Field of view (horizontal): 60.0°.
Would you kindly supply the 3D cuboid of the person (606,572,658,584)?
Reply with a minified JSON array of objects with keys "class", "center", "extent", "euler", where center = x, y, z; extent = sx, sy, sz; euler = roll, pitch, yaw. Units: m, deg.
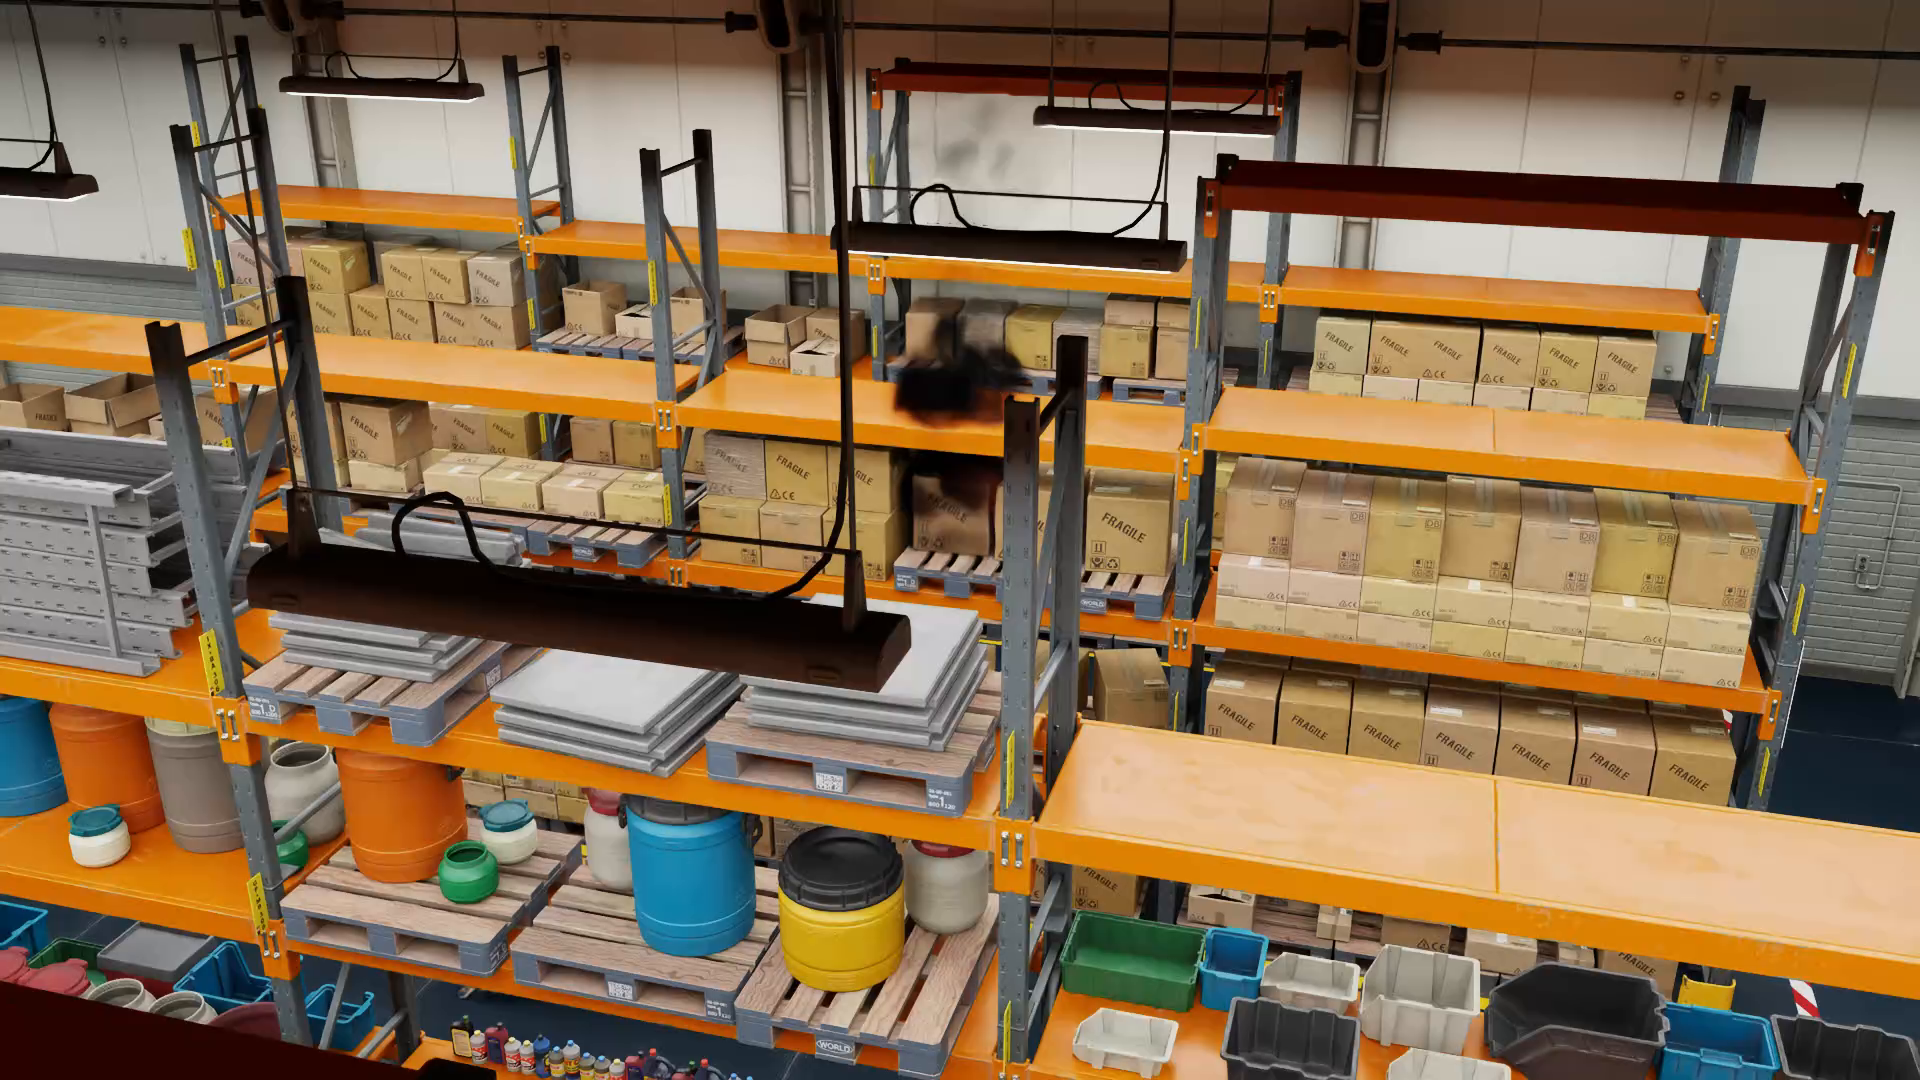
[{"class":"person","center":[-3.365,0.788,16.661],"extent":[0.705,1.763,0.638],"euler":[4,23,9]}]

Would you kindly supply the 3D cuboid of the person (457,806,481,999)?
[{"class":"person","center":[-3.606,2.677,12.256],"extent":[0.653,1.631,0.514],"euler":[4,23,10]}]
